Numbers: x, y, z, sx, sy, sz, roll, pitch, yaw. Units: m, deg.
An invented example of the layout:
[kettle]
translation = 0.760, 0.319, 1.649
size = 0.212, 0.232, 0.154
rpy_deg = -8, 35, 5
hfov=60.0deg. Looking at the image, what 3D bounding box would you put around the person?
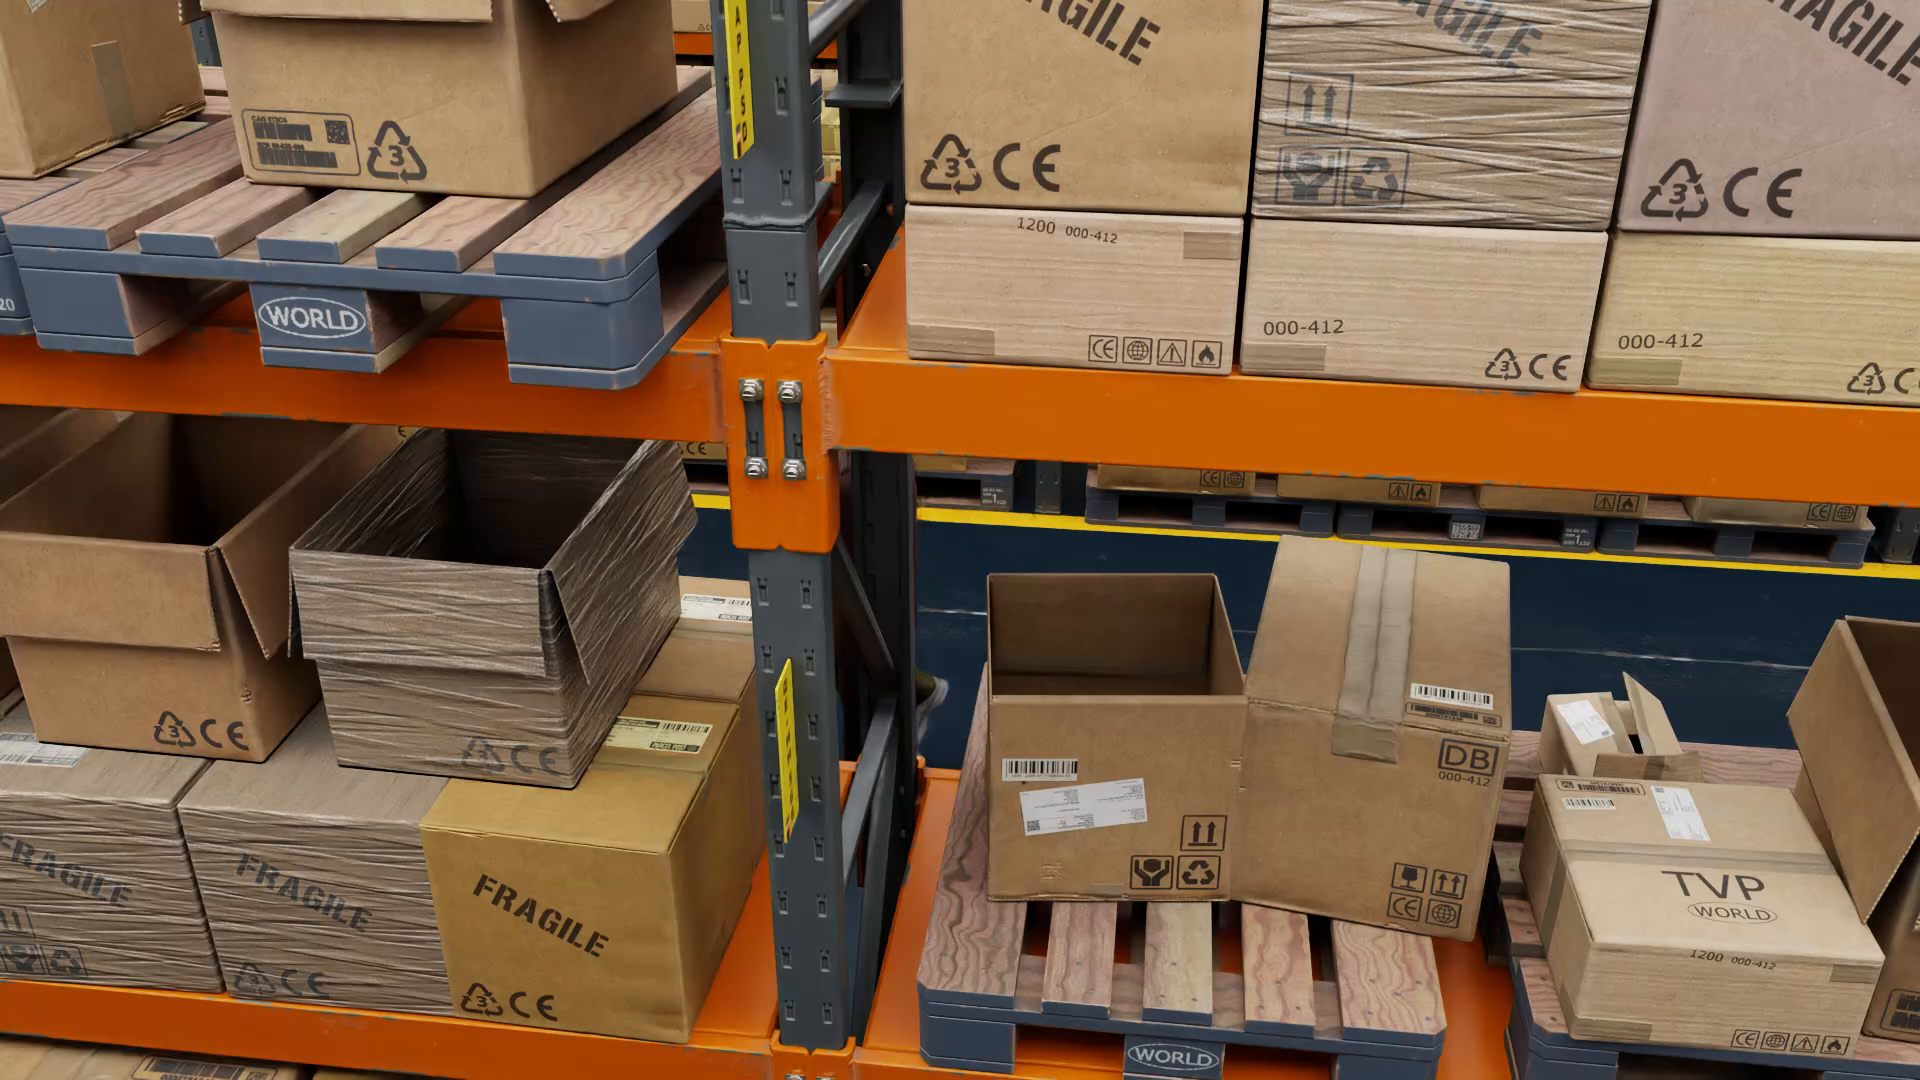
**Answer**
[person]
translation = -0.269, 0.158, 5.802
size = 0.656, 1.773, 0.606
rpy_deg = -16, 32, -27
